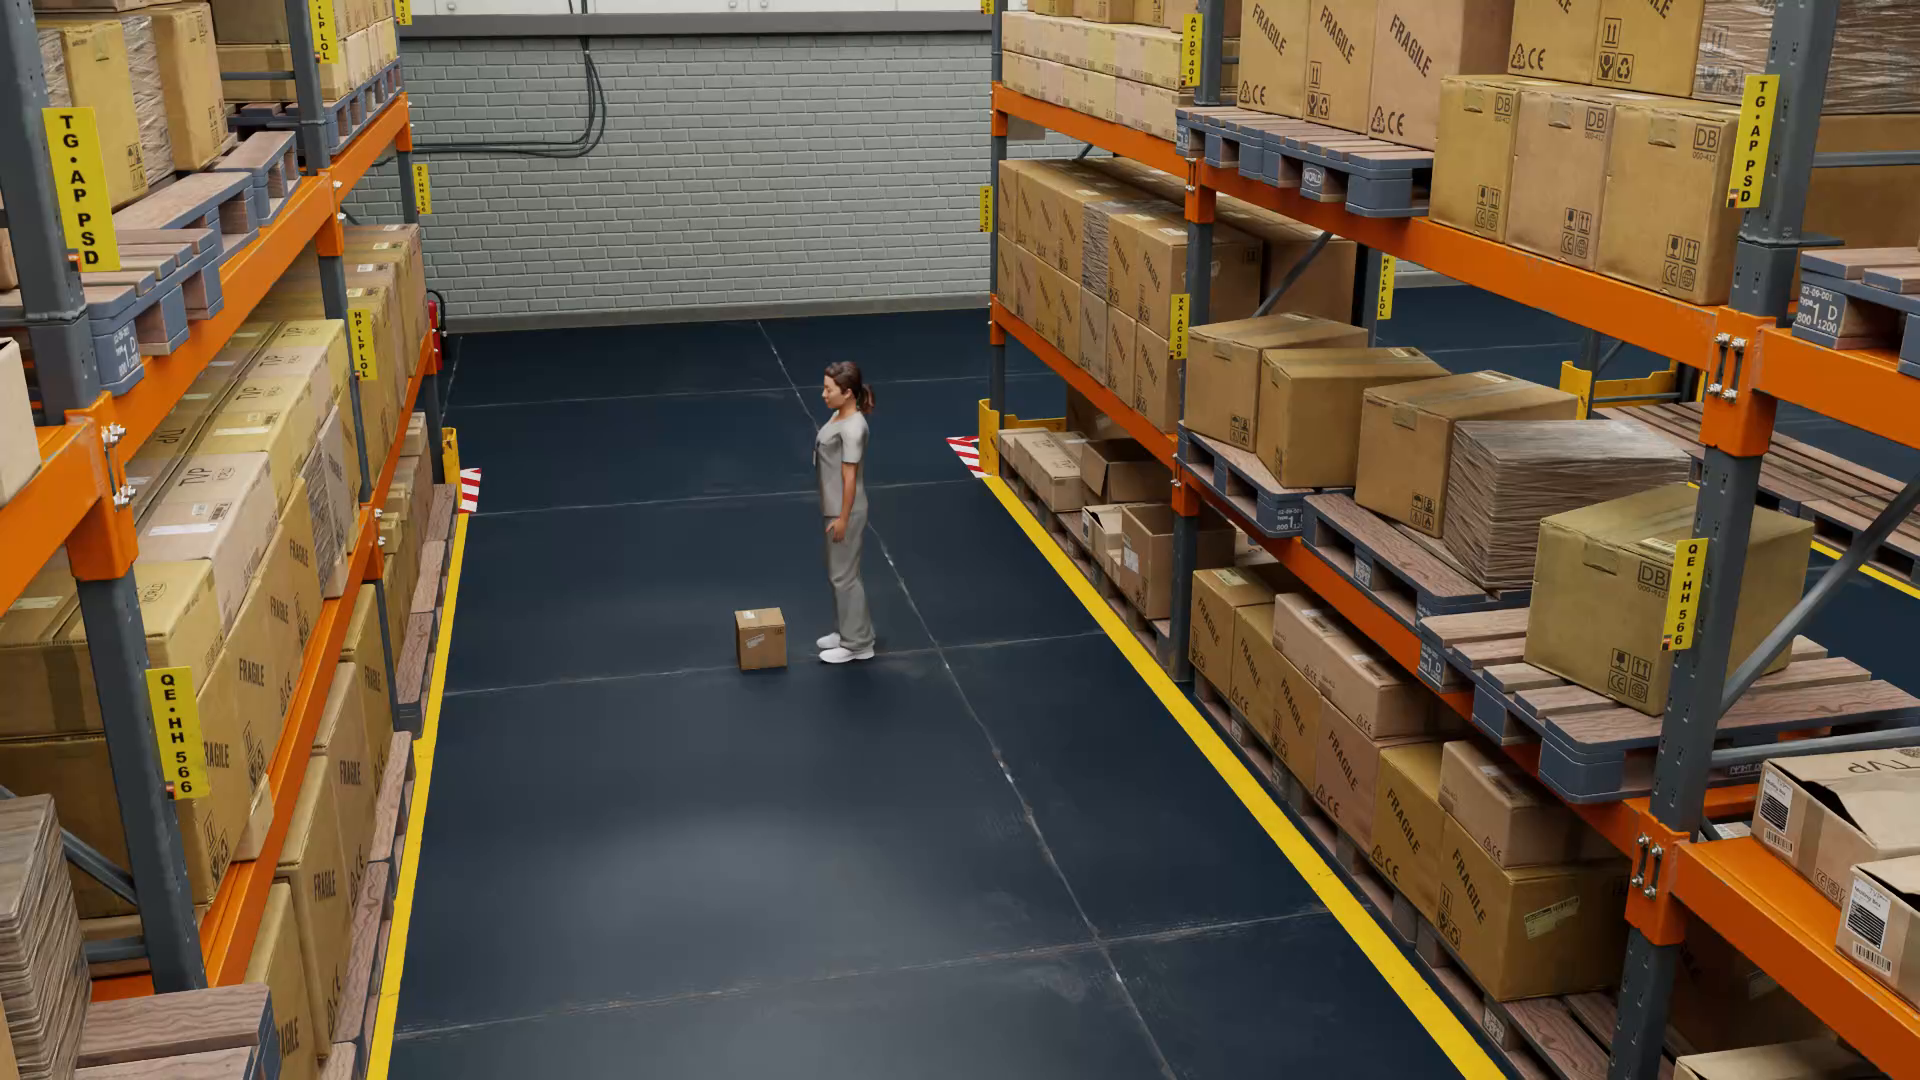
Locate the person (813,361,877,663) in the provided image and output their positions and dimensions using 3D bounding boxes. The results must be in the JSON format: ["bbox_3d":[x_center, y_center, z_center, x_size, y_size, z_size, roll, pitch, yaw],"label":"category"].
[{"bbox_3d":[-0.616,-0.150,9.017,0.363,1.681,0.438,-4,20,-11],"label":"person"}]
